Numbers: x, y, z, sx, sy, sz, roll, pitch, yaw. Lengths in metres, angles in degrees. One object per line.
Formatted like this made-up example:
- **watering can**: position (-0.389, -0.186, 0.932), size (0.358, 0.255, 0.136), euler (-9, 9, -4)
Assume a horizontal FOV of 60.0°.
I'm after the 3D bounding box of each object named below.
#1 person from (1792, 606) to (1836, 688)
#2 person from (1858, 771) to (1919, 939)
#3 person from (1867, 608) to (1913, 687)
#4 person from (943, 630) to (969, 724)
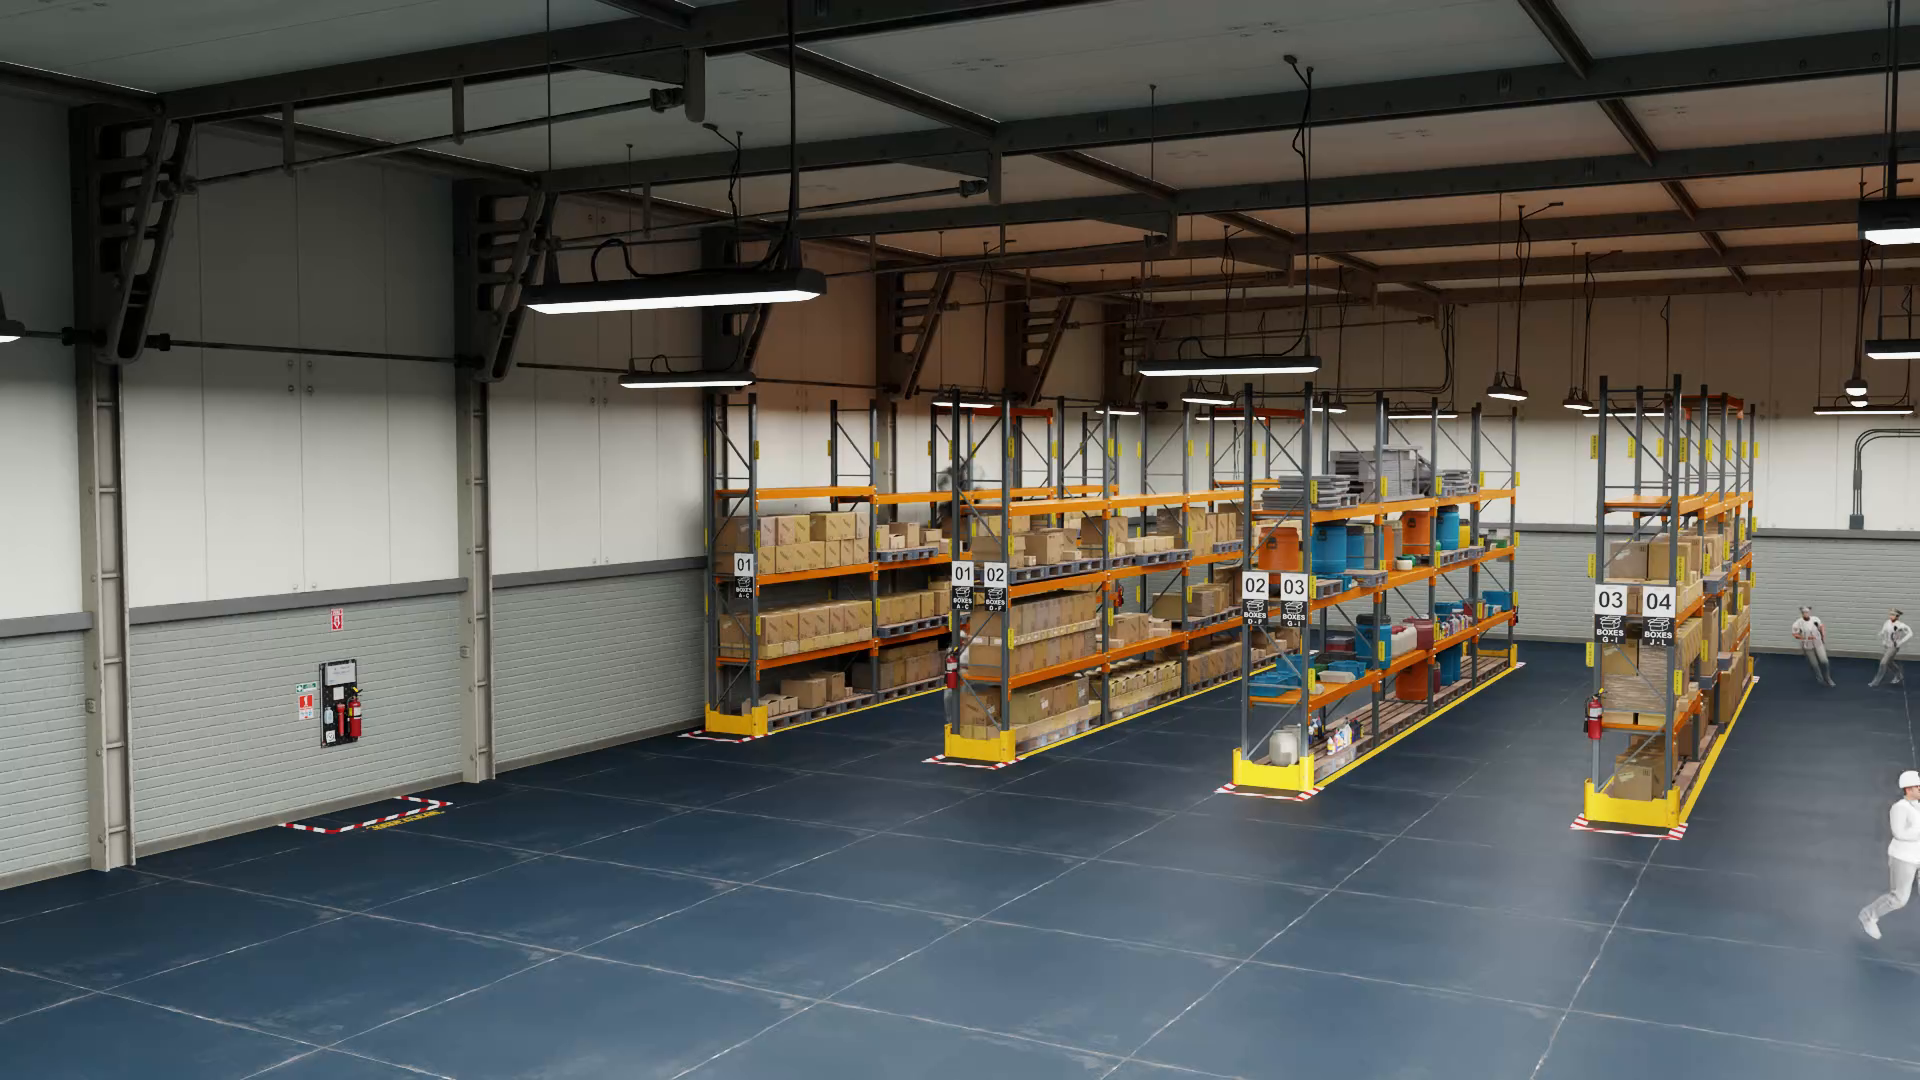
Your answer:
- **person**: position (18.140, 2.251, 35.364), size (0.836, 1.736, 0.674), euler (1, 3, 16)
- **person**: position (9.483, 3.189, 16.612), size (0.683, 1.777, 0.927), euler (-2, 4, -30)
- **person**: position (19.676, 2.273, 35.044), size (0.830, 1.689, 0.625), euler (0, 3, -8)
- **person**: position (-0.033, 2.514, 29.798), size (0.671, 1.824, 0.758), euler (1, 3, 25)
